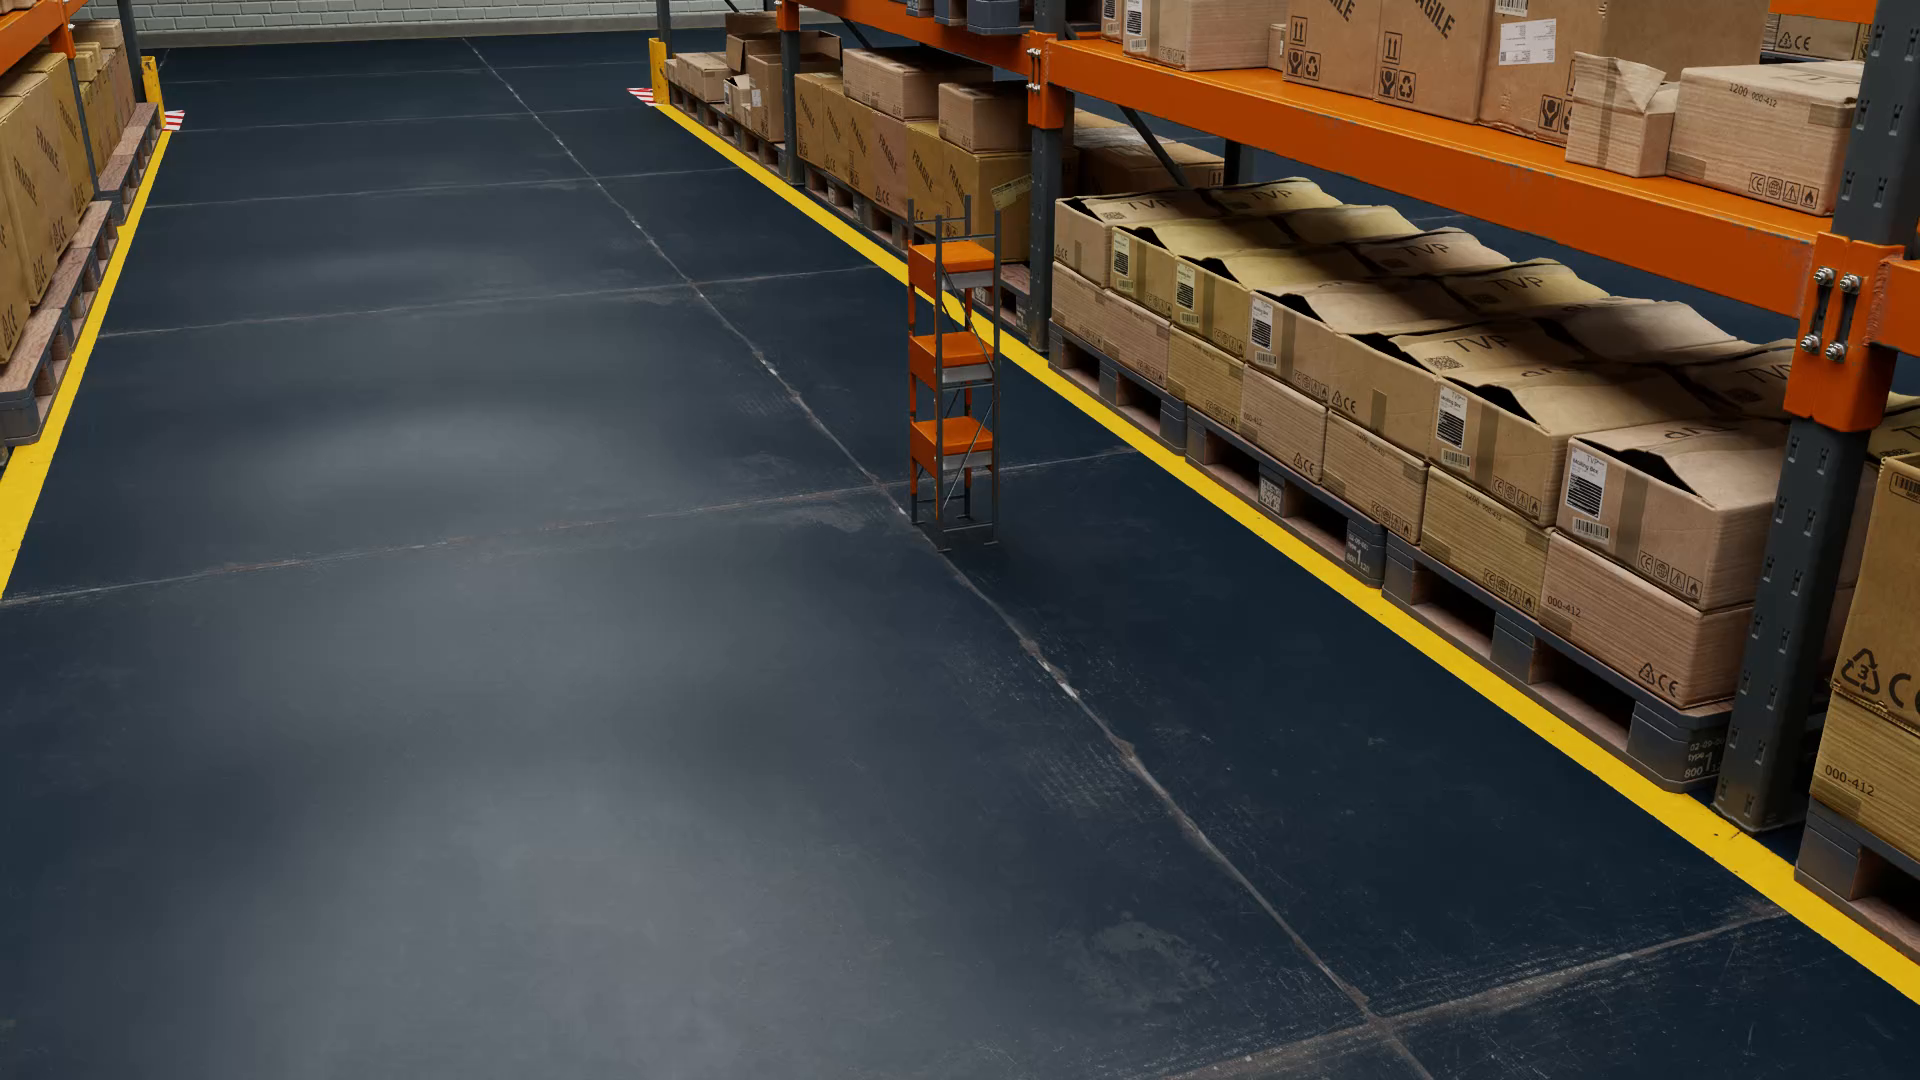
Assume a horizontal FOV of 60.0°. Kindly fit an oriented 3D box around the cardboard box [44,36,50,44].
[{"bbox_3d":[-6.205,-3.243,10.925,0.380,0.149,0.250,-8,24,-18],"label":"cardboard box"}]

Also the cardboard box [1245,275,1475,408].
[{"bbox_3d":[1.250,-0.659,5.229,0.500,0.311,0.500,-9,24,-20],"label":"cardboard box"}]

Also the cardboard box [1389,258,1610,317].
[{"bbox_3d":[1.742,-0.741,5.424,0.500,0.311,0.500,-8,24,-18],"label":"cardboard box"}]

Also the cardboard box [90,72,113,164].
[{"bbox_3d":[-5.602,-2.550,10.115,0.700,0.500,0.500,-9,24,-20],"label":"cardboard box"}]

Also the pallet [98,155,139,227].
[{"bbox_3d":[-5.455,-2.041,9.821,1.003,0.211,1.213,-8,24,-19],"label":"pallet"}]

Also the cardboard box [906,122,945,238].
[{"bbox_3d":[0.054,-1.813,8.342,0.500,0.500,0.500,-9,25,-21],"label":"cardboard box"}]

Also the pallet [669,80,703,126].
[{"bbox_3d":[-1.730,-3.571,13.452,1.003,0.211,1.213,-8,24,-19],"label":"pallet"}]

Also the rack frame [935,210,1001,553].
[{"bbox_3d":[0.024,-0.459,4.987,0.200,1.050,0.008,-8,24,-19],"label":"rack frame"}]

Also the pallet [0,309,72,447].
[{"bbox_3d":[-4.054,-0.598,6.396,1.003,0.211,1.213,-8,24,-19],"label":"pallet"}]

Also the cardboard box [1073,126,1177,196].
[{"bbox_3d":[0.703,-1.712,8.101,0.500,0.500,0.500,-9,25,-21],"label":"cardboard box"}]

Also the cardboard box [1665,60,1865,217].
[{"bbox_3d":[1.985,-0.917,3.757,0.500,0.250,0.500,-7,24,-16],"label":"cardboard box"}]

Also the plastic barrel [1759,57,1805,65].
[{"bbox_3d":[4.834,-2.613,10.152,0.600,0.588,0.708,-8,24,-19],"label":"plastic barrel"}]

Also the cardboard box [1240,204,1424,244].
[{"bbox_3d":[1.392,-1.107,6.293,0.500,0.311,0.500,-9,24,-20],"label":"cardboard box"}]

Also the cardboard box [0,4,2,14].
[{"bbox_3d":[-4.467,-2.381,7.335,0.380,0.149,0.250,-9,24,-20],"label":"cardboard box"}]

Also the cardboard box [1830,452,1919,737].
[{"bbox_3d":[2.070,0.126,3.123,0.500,0.500,0.500,-8,24,-19],"label":"cardboard box"}]

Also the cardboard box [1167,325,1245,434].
[{"bbox_3d":[1.064,-0.592,5.792,0.500,0.250,0.500,-9,24,-20],"label":"cardboard box"}]

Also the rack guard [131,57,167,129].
[{"bbox_3d":[-6.681,-3.350,12.553,1.175,0.500,0.348,-8,24,-19],"label":"rack guard"}]

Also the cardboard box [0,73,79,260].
[{"bbox_3d":[-4.591,-1.701,7.651,0.750,0.750,0.750,-8,24,-17],"label":"cardboard box"}]

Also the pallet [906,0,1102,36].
[{"bbox_3d":[0.481,-2.415,7.365,1.213,0.211,1.003,-8,24,-19],"label":"pallet"}]

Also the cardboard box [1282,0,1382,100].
[{"bbox_3d":[1.395,-1.706,5.306,0.500,0.500,0.500,-10,25,-22],"label":"cardboard box"}]

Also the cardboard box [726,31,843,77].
[{"bbox_3d":[-1.295,-3.455,12.232,0.797,0.503,0.637,-8,24,-19],"label":"cardboard box"}]

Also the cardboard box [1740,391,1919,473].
[{"bbox_3d":[2.287,-0.183,4.099,0.500,0.311,0.500,-8,24,-19],"label":"cardboard box"}]

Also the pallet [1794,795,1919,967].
[{"bbox_3d":[2.441,0.766,3.160,1.003,0.211,1.213,-8,24,-19],"label":"pallet"}]

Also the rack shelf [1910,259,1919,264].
[{"bbox_3d":[2.906,0.122,1.682,0.919,0.052,3.809,-8,24,-19],"label":"rack shelf"}]

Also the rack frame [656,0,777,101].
[{"bbox_3d":[-2.040,-5.174,13.663,1.000,3.000,0.127,-8,24,-19],"label":"rack frame"}]

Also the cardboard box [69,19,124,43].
[{"bbox_3d":[-6.116,-3.571,11.703,0.380,0.149,0.250,-9,24,-20],"label":"cardboard box"}]

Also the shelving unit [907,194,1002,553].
[{"bbox_3d":[-0.019,-0.503,5.092,0.215,1.050,0.252,-8,24,-19],"label":"shelving unit"}]

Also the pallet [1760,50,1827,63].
[{"bbox_3d":[8.012,-4.524,15.712,1.003,0.211,1.213,-8,24,-19],"label":"pallet"}]

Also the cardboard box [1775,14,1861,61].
[{"bbox_3d":[8.166,-4.870,15.138,0.875,0.875,0.875,-8,24,-19],"label":"cardboard box"}]

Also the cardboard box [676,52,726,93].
[{"bbox_3d":[-1.936,-3.691,13.119,0.500,0.250,0.500,-8,24,-19],"label":"cardboard box"}]

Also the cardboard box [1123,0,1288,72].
[{"bbox_3d":[0.921,-1.874,5.950,0.500,0.311,0.500,-9,24,-20],"label":"cardboard box"}]

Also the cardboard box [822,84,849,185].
[{"bbox_3d":[-0.485,-2.370,9.662,0.500,0.500,0.500,-8,24,-18],"label":"cardboard box"}]

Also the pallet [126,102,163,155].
[{"bbox_3d":[-6.317,-2.928,11.925,1.003,0.211,1.213,-8,24,-19],"label":"pallet"}]

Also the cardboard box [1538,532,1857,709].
[{"bbox_3d":[1.782,0.149,4.034,0.500,0.250,0.500,-9,24,-20],"label":"cardboard box"}]

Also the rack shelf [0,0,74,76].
[{"bbox_3d":[-4.553,-1.981,7.014,1.077,0.370,4.000,-8,24,-19],"label":"rack shelf"}]

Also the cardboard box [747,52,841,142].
[{"bbox_3d":[-1.093,-2.939,11.014,0.500,0.500,0.500,-8,24,-19],"label":"cardboard box"}]

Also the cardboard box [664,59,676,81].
[{"bbox_3d":[-2.213,-3.863,13.658,0.380,0.149,0.250,-8,24,-19],"label":"cardboard box"}]

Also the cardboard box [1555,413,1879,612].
[{"bbox_3d":[1.788,-0.106,3.917,0.500,0.311,0.500,-8,24,-19],"label":"cardboard box"}]

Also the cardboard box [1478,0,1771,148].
[{"bbox_3d":[1.757,-1.332,4.420,0.500,0.500,0.500,-7,24,-15],"label":"cardboard box"}]

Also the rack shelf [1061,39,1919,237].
[{"bbox_3d":[1.493,-1.299,5.144,0.919,0.124,3.809,-8,24,-19],"label":"rack shelf"}]

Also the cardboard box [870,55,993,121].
[{"bbox_3d":[-0.153,-2.362,8.678,0.500,0.250,0.500,-9,24,-20],"label":"cardboard box"}]

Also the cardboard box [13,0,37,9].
[{"bbox_3d":[-4.566,-2.572,7.788,0.380,0.149,0.250,-8,24,-19],"label":"cardboard box"}]

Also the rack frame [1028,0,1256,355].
[{"bbox_3d":[0.787,-2.267,6.766,1.000,3.000,0.127,-8,24,-19],"label":"rack frame"}]

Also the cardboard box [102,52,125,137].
[{"bbox_3d":[-5.977,-2.929,11.015,0.700,0.500,0.500,-9,25,-21],"label":"cardboard box"}]

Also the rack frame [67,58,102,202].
[{"bbox_3d":[-5.260,-3.039,8.599,1.000,3.000,0.127,-8,24,-19],"label":"rack frame"}]

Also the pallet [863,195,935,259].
[{"bbox_3d":[0.131,-1.701,9.014,1.003,0.211,1.213,-8,24,-19],"label":"pallet"}]

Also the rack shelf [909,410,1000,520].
[{"bbox_3d":[-0.019,-0.237,5.204,0.215,0.259,0.240,-8,24,-19],"label":"rack shelf"}]

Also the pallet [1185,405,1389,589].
[{"bbox_3d":[1.468,-0.235,5.536,1.003,0.211,1.213,-8,24,-19],"label":"pallet"}]

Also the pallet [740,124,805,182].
[{"bbox_3d":[-0.868,-2.685,11.349,1.003,0.211,1.213,-8,24,-19],"label":"pallet"}]

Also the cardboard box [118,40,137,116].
[{"bbox_3d":[-6.332,-3.294,11.880,0.700,0.500,0.500,-8,24,-19],"label":"cardboard box"}]
